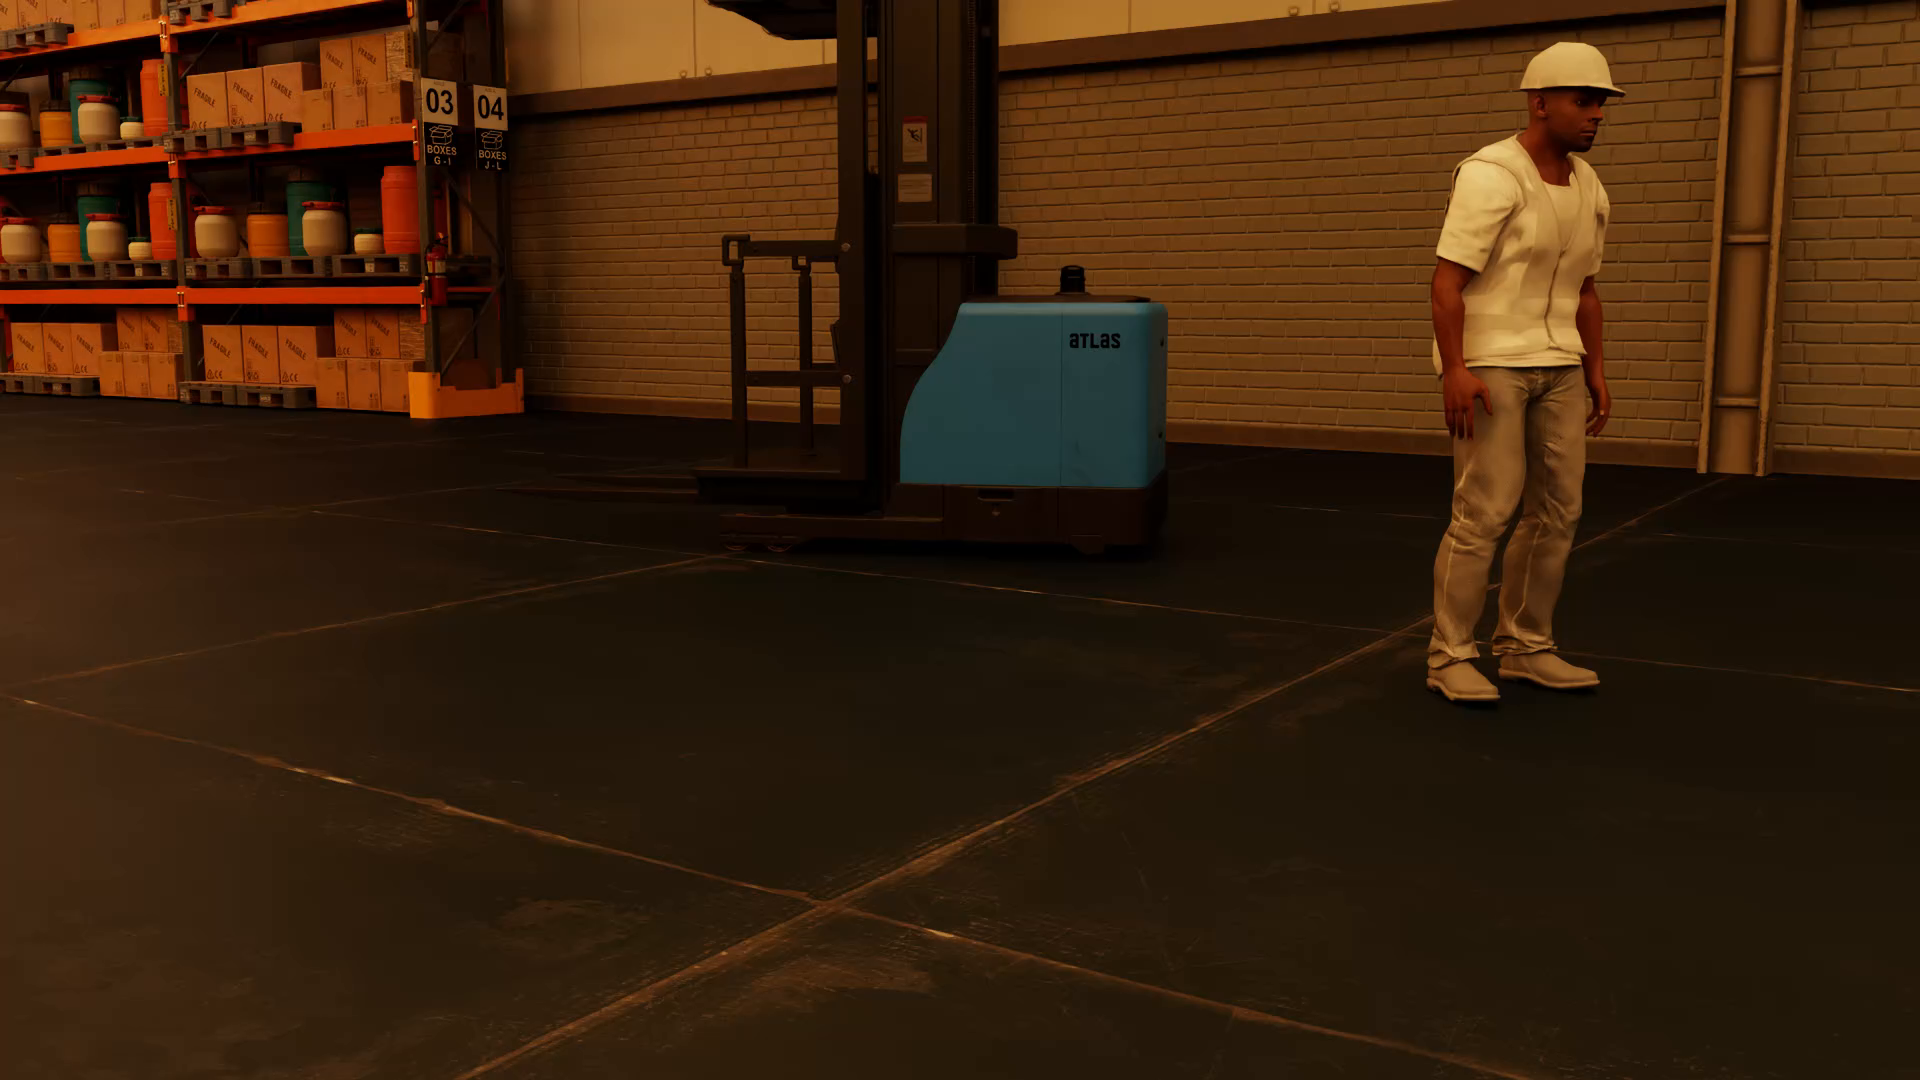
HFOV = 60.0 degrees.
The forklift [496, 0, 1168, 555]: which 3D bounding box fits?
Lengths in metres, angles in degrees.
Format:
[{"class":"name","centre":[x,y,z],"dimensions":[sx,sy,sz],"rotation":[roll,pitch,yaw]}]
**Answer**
[{"class":"forklift","centre":[-0.596,-1.469,7.520],"dimensions":[3.031,2.935,1.130],"rotation":[2,8,12]}]

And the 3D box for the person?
[{"class":"person","centre":[1.559,-0.455,4.564],"dimensions":[0.610,1.760,0.459],"rotation":[-5,9,-29]}]
